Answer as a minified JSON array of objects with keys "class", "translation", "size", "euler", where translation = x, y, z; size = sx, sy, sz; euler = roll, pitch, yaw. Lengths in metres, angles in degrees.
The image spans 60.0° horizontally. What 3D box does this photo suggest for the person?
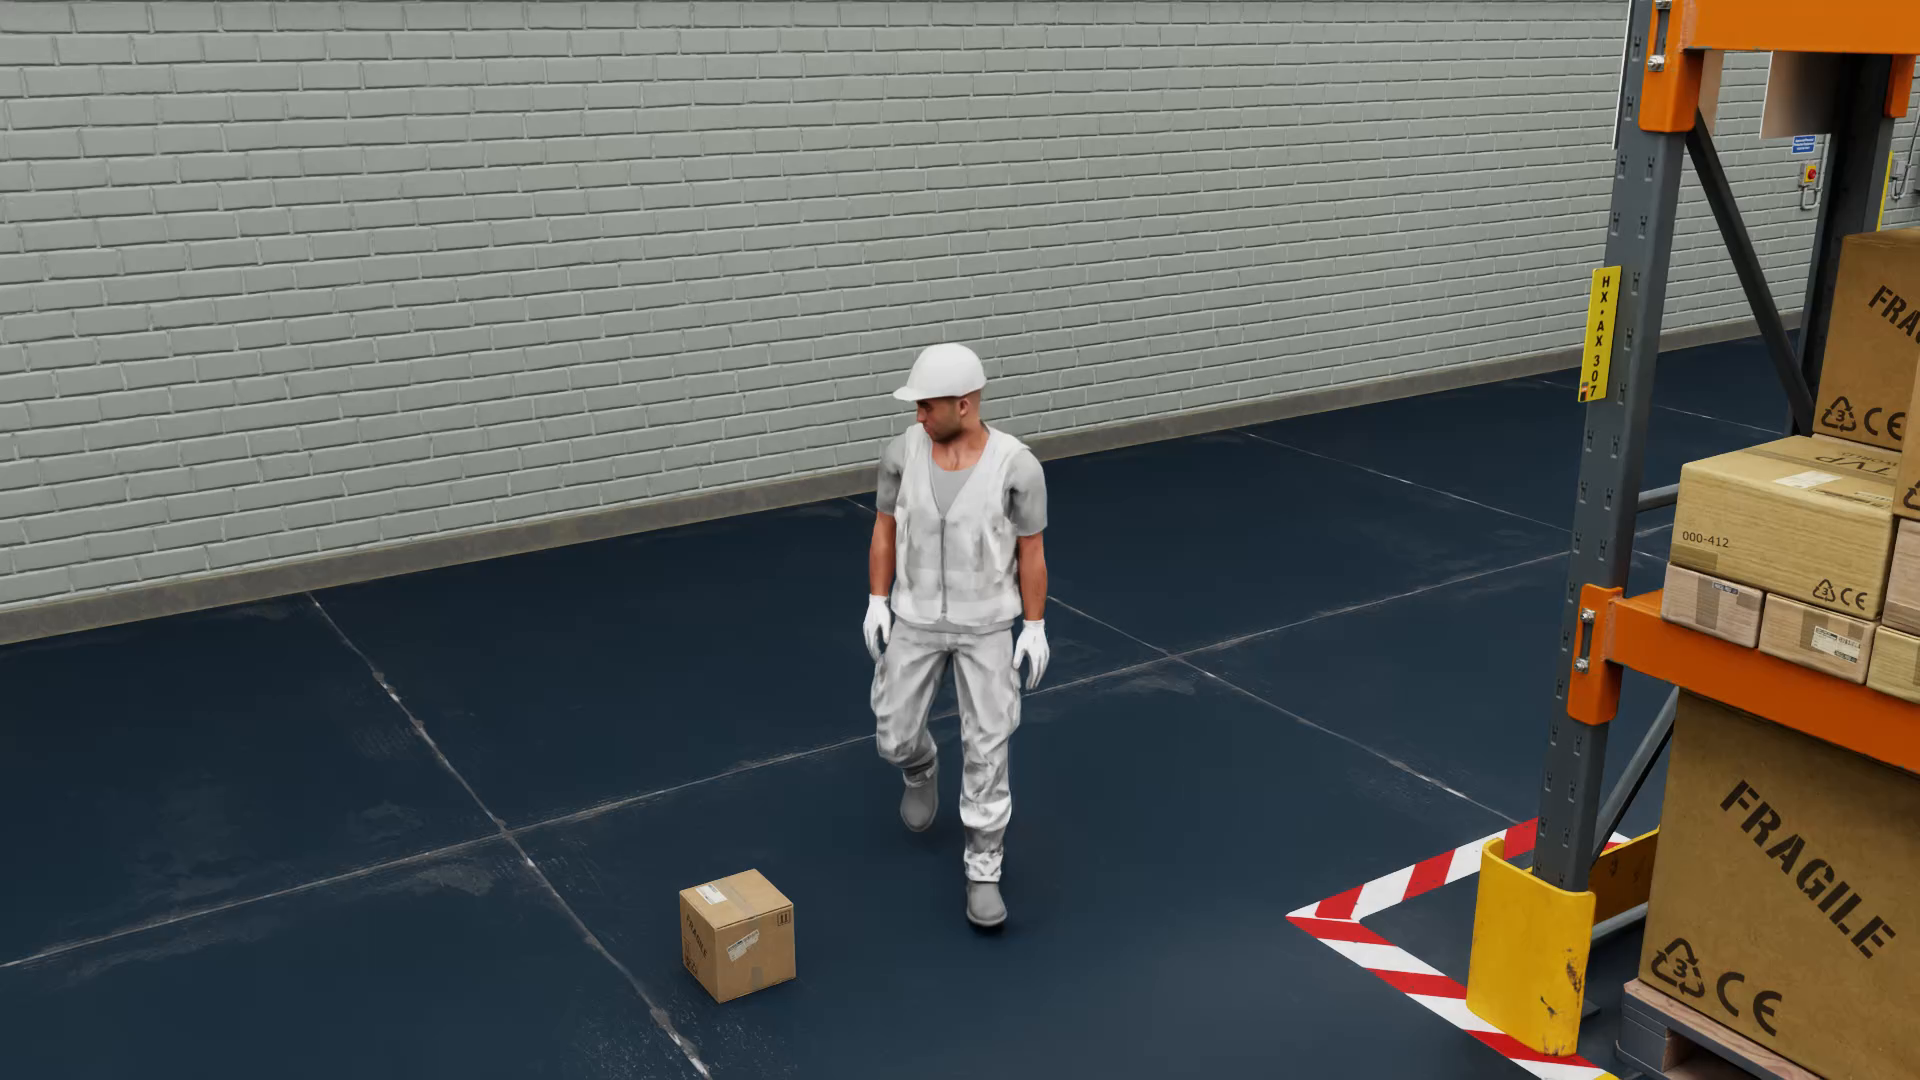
[{"class":"person","translation":[-0.008,0.255,5.199],"size":[0.602,1.778,0.709],"euler":[4,18,11]}]
